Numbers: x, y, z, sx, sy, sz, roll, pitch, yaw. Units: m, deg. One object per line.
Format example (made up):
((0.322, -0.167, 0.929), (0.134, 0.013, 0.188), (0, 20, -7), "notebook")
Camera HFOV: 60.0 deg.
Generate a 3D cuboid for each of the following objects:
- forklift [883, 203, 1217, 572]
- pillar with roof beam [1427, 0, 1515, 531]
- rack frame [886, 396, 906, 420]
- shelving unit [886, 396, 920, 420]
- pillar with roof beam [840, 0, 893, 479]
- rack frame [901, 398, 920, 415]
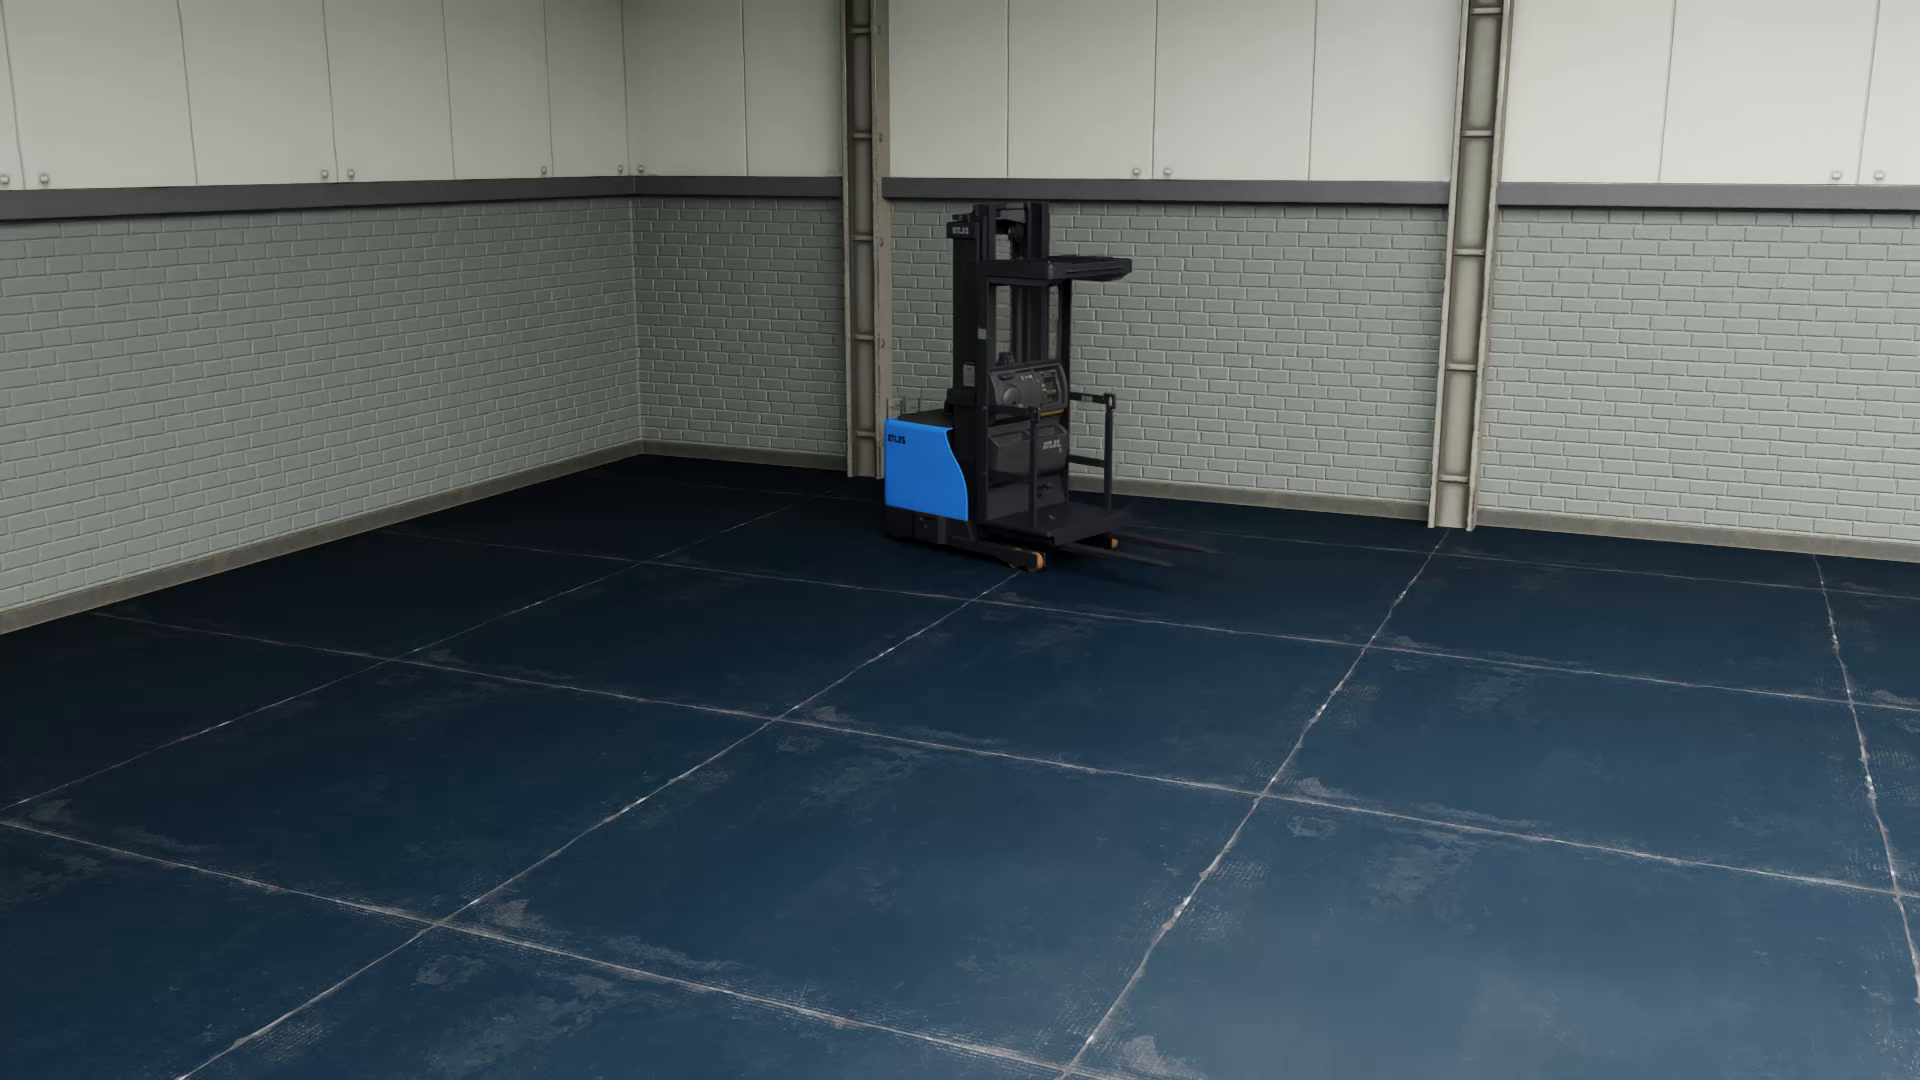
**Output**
((0.737, -1.299, 13.875), (3.031, 2.935, 1.130), (12, 18, 41), "forklift")
((2.787, -3.613, 10.455), (0.400, 9.000, 9.100), (6, 14, 23), "pillar with roof beam")
((-0.579, -0.705, 15.135), (0.006, 1.200, 0.240), (12, 18, 41), "rack frame")
((-0.512, -0.691, 15.074), (0.189, 1.200, 0.258), (12, 18, 41), "shelving unit")
((-2.699, -4.169, 12.821), (0.400, 9.000, 9.100), (6, 14, 23), "pillar with roof beam")
((-0.445, -0.677, 15.013), (0.006, 1.200, 0.240), (12, 18, 41), "rack frame")
